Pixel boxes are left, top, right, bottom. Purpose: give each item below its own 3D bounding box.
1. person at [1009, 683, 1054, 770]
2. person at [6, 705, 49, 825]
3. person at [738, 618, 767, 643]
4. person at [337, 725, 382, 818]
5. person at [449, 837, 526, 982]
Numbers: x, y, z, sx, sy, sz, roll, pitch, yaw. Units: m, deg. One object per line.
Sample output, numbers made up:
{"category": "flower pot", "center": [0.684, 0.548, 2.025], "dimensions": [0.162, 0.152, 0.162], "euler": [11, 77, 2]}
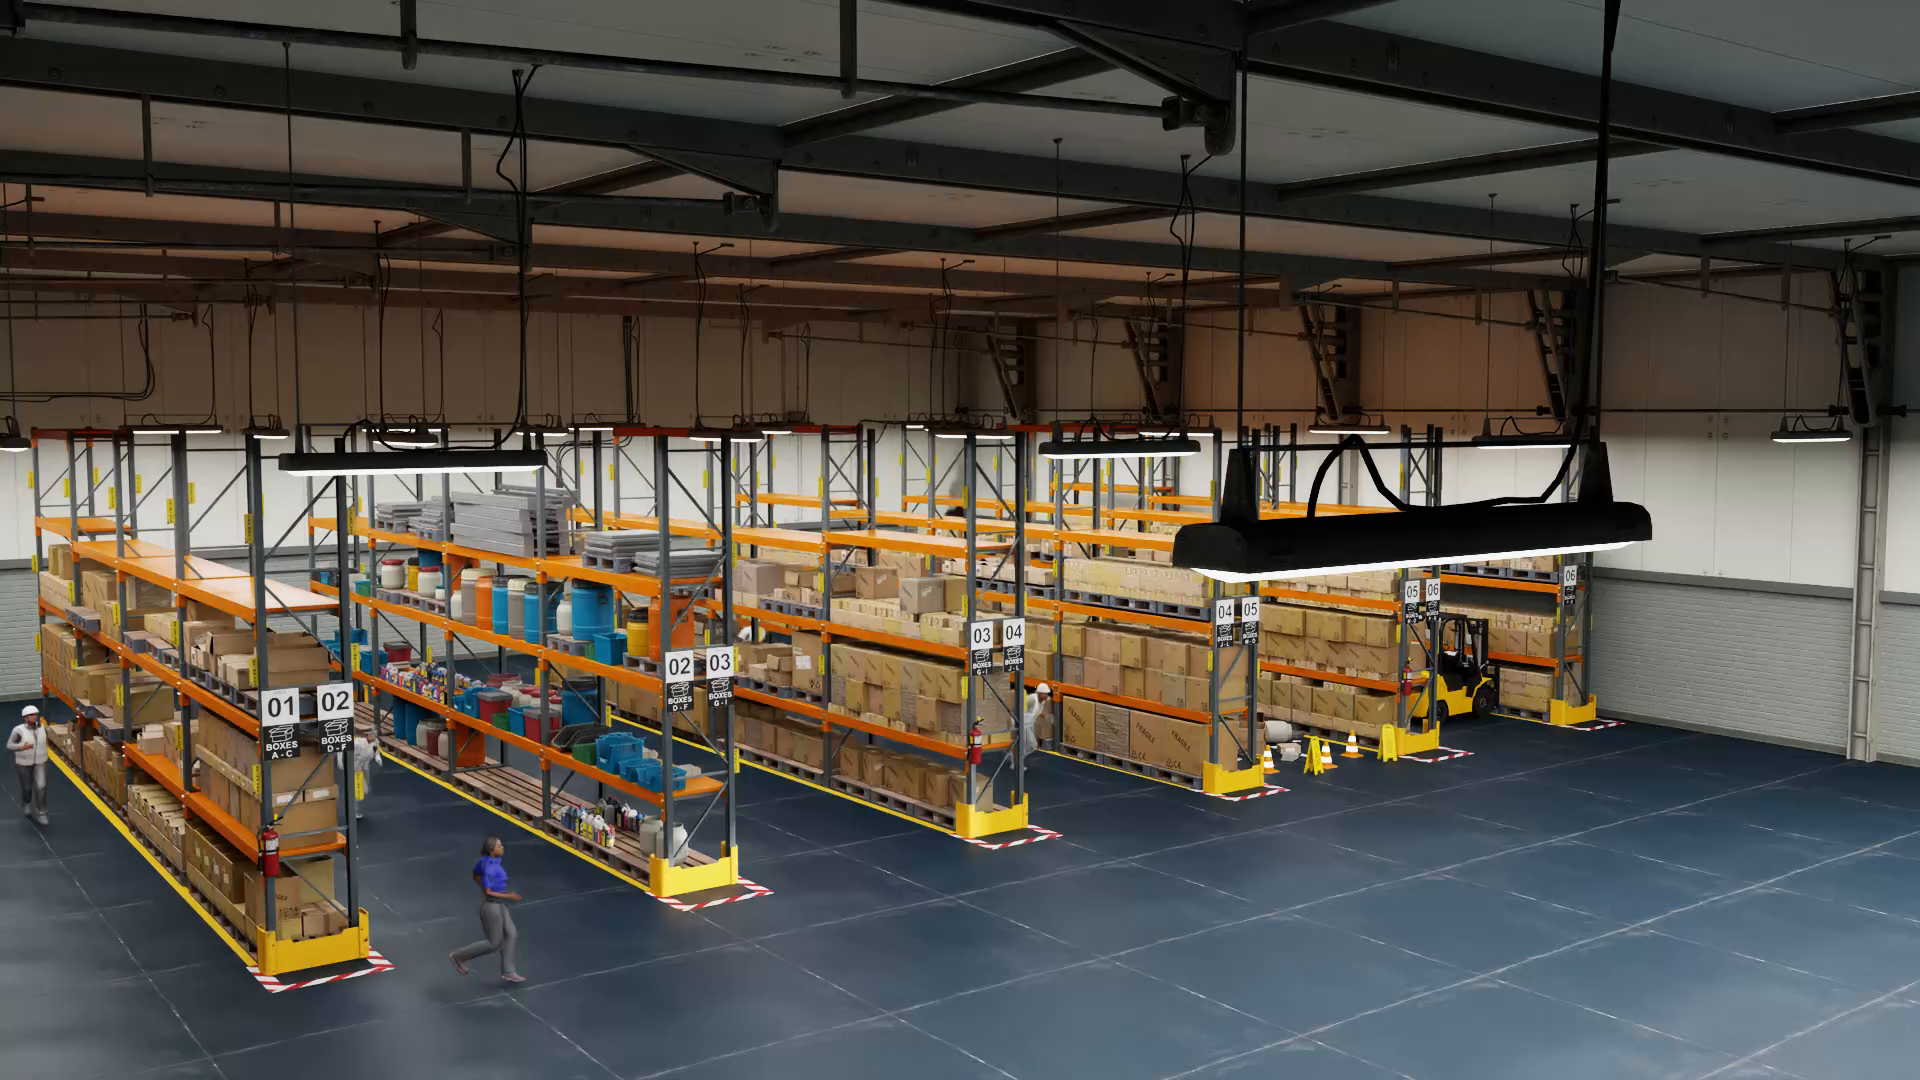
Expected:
{"category": "person", "center": [1.210, 3.266, 28.964], "dimensions": [0.822, 1.588, 0.713], "euler": [3, 5, 31]}
{"category": "person", "center": [-14.293, 3.440, 25.545], "dimensions": [0.635, 1.813, 0.871], "euler": [-4, 6, -44]}
{"category": "person", "center": [-4.682, 2.559, 37.444], "dimensions": [0.715, 1.740, 0.850], "euler": [-3, 5, -32]}
{"category": "person", "center": [-9.240, 3.578, 25.580], "dimensions": [0.812, 1.496, 0.644], "euler": [3, 5, 32]}
{"category": "person", "center": [-5.213, 4.099, 18.326], "dimensions": [0.811, 1.671, 0.561], "euler": [-1, 5, -13]}
